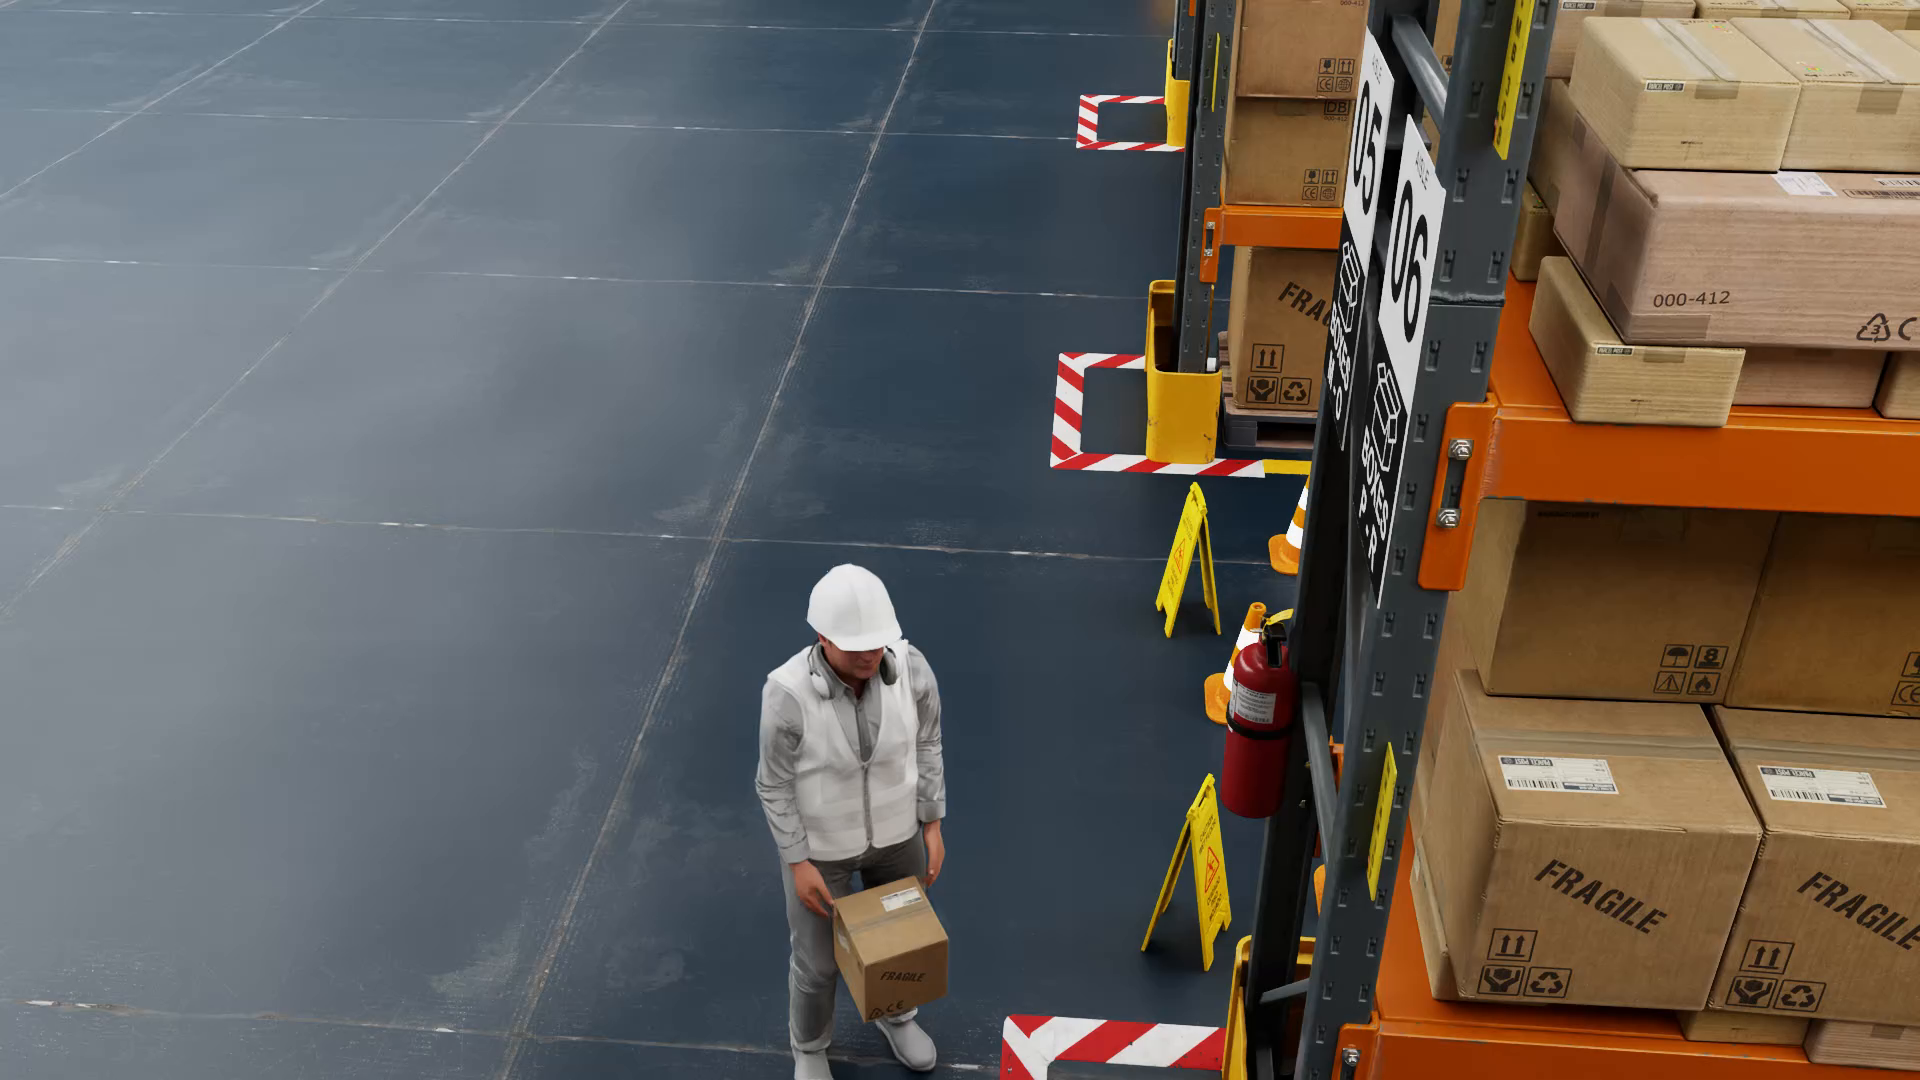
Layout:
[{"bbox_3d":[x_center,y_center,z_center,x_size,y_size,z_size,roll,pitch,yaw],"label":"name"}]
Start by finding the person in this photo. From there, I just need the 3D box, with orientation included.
[{"bbox_3d":[-0.301,0.829,4.764,0.553,1.778,0.434,-13,34,-20],"label":"person"}]
